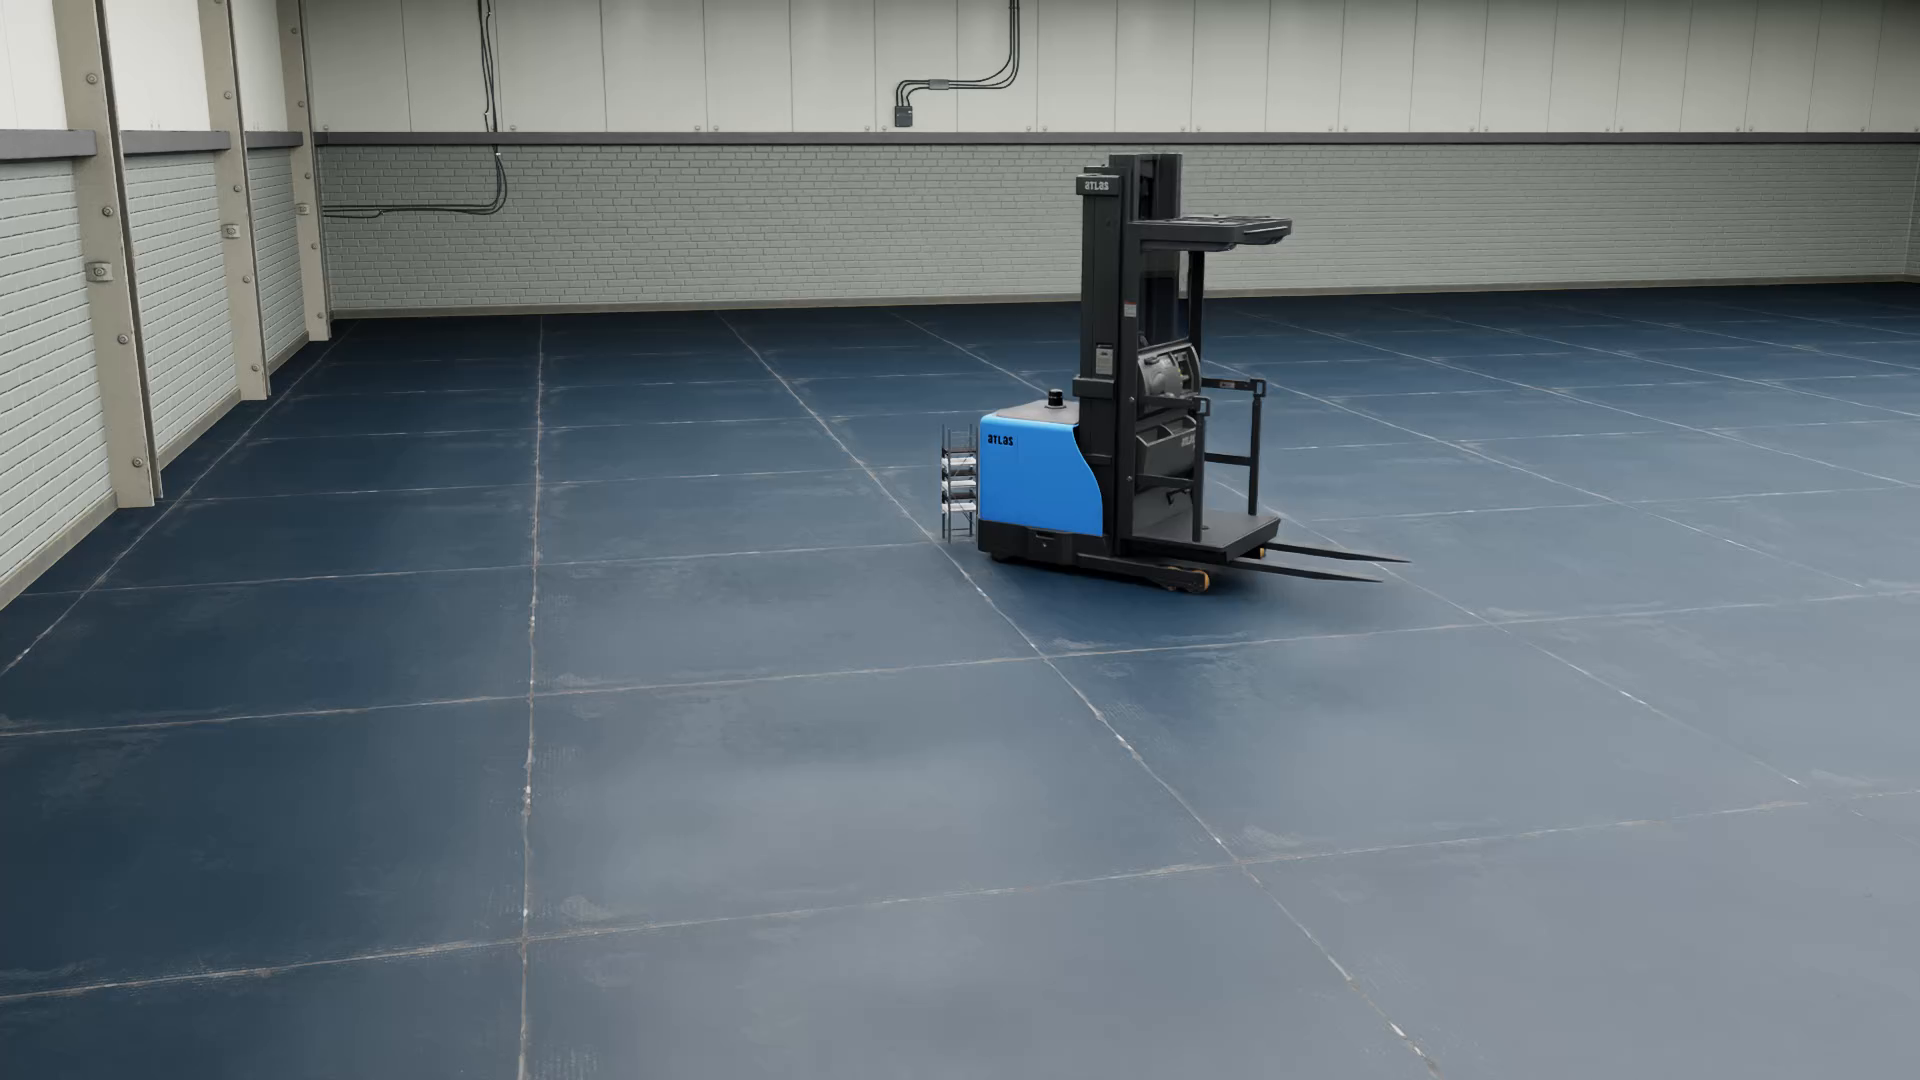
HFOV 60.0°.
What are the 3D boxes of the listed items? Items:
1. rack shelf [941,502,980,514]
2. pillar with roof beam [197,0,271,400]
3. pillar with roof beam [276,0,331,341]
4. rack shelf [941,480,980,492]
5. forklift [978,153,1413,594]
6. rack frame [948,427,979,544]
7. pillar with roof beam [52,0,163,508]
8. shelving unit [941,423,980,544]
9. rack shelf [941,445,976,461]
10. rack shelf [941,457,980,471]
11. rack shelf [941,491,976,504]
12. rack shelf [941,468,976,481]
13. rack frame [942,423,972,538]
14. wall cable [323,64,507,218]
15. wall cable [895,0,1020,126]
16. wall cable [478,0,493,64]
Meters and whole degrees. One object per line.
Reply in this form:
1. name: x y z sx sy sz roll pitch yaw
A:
1. rack shelf: 0.002 -0.228 12.863 0.258 0.077 0.200 -3 14 -13
2. pillar with roof beam: -4.263 -6.319 19.829 9.100 9.000 0.400 -3 14 -13
3. pillar with roof beam: -5.673 -7.703 25.495 9.100 9.000 0.400 -3 14 -13
4. rack shelf: 0.002 -0.403 12.820 0.258 0.077 0.200 -3 14 -13
5. forklift: 1.653 -1.195 11.642 3.031 2.935 1.130 8 16 31
6. rack frame: 0.026 -0.412 12.717 0.240 0.900 0.006 -3 14 -13
7. pillar with roof beam: -2.854 -4.934 14.164 9.100 9.000 0.400 -3 14 -13
8. shelving unit: 0.002 -0.435 12.813 0.258 0.900 0.210 -3 14 -13
9. rack shelf: 0.002 -0.665 12.756 0.258 0.077 0.200 -3 14 -13
10. rack shelf: 0.002 -0.578 12.778 0.258 0.077 0.200 -3 14 -13
11. rack shelf: 0.002 -0.315 12.842 0.258 0.077 0.200 -3 14 -13
12. rack shelf: 0.002 -0.490 12.799 0.258 0.077 0.200 -3 14 -13
13. rack frame: -0.022 -0.459 12.909 0.240 0.900 0.006 -3 14 -13
14. wall cable: -9.264 -6.708 27.964 3.097 2.526 0.112 -3 14 -13
15. wall cable: -0.032 -10.394 29.343 2.305 6.003 0.169 -3 14 -13
16. wall cable: -6.634 -9.312 27.982 3.097 2.526 0.112 -3 14 -13
